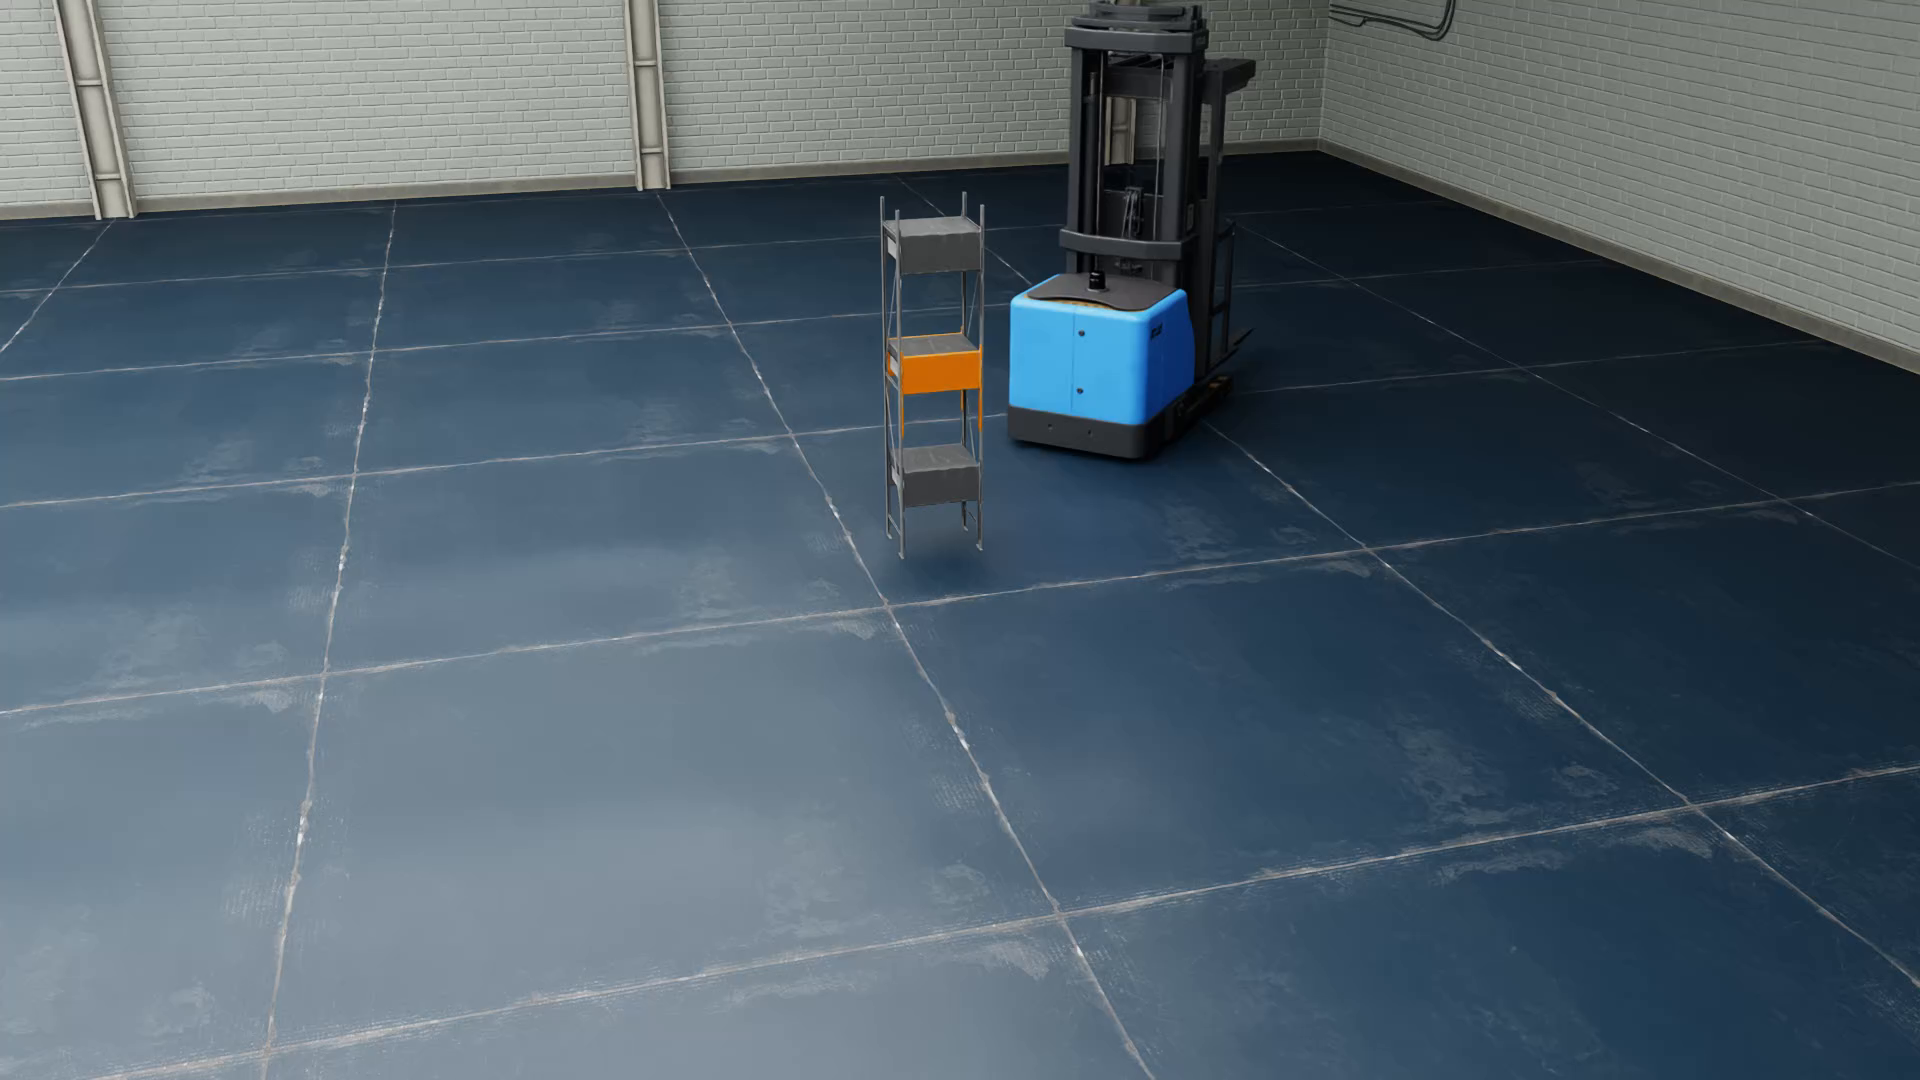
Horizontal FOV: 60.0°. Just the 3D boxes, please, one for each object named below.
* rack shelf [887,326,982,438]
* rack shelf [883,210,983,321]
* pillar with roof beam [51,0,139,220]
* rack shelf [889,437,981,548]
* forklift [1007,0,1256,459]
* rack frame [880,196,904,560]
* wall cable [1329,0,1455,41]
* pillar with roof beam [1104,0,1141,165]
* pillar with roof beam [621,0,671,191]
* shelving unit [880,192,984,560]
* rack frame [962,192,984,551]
[{"bbox_3d":[-0.159,-0.935,9.800,0.480,0.518,0.431,-6,24,-14],"label":"rack shelf"},{"bbox_3d":[-0.159,-1.578,9.524,0.480,0.518,0.431,-6,24,-14],"label":"rack shelf"},{"bbox_3d":[-8.352,-6.162,13.200,0.400,9.000,9.100,-6,24,-14],"label":"pillar with roof beam"},{"bbox_3d":[-0.159,-0.291,10.076,0.480,0.518,0.431,-6,24,-14],"label":"rack shelf"},{"bbox_3d":[1.453,-2.448,12.238,1.130,2.935,3.031,11,26,25],"label":"forklift"},{"bbox_3d":[-0.394,-0.921,9.734,0.015,2.100,0.400,-6,24,-14],"label":"rack frame"},{"bbox_3d":[5.232,-7.460,20.161,0.112,2.526,3.097,-6,24,-14],"label":"wall cable"},{"bbox_3d":[3.202,-7.441,16.179,0.400,9.000,9.100,-6,24,-14],"label":"pillar with roof beam"},{"bbox_3d":[-2.575,-6.802,14.689,0.400,9.000,9.100,-6,24,-14],"label":"pillar with roof beam"},{"bbox_3d":[-0.159,-0.947,9.795,0.503,2.100,0.431,-6,24,-14],"label":"shelving unit"},{"bbox_3d":[0.076,-0.973,9.855,0.015,2.100,0.400,-6,24,-14],"label":"rack frame"}]
